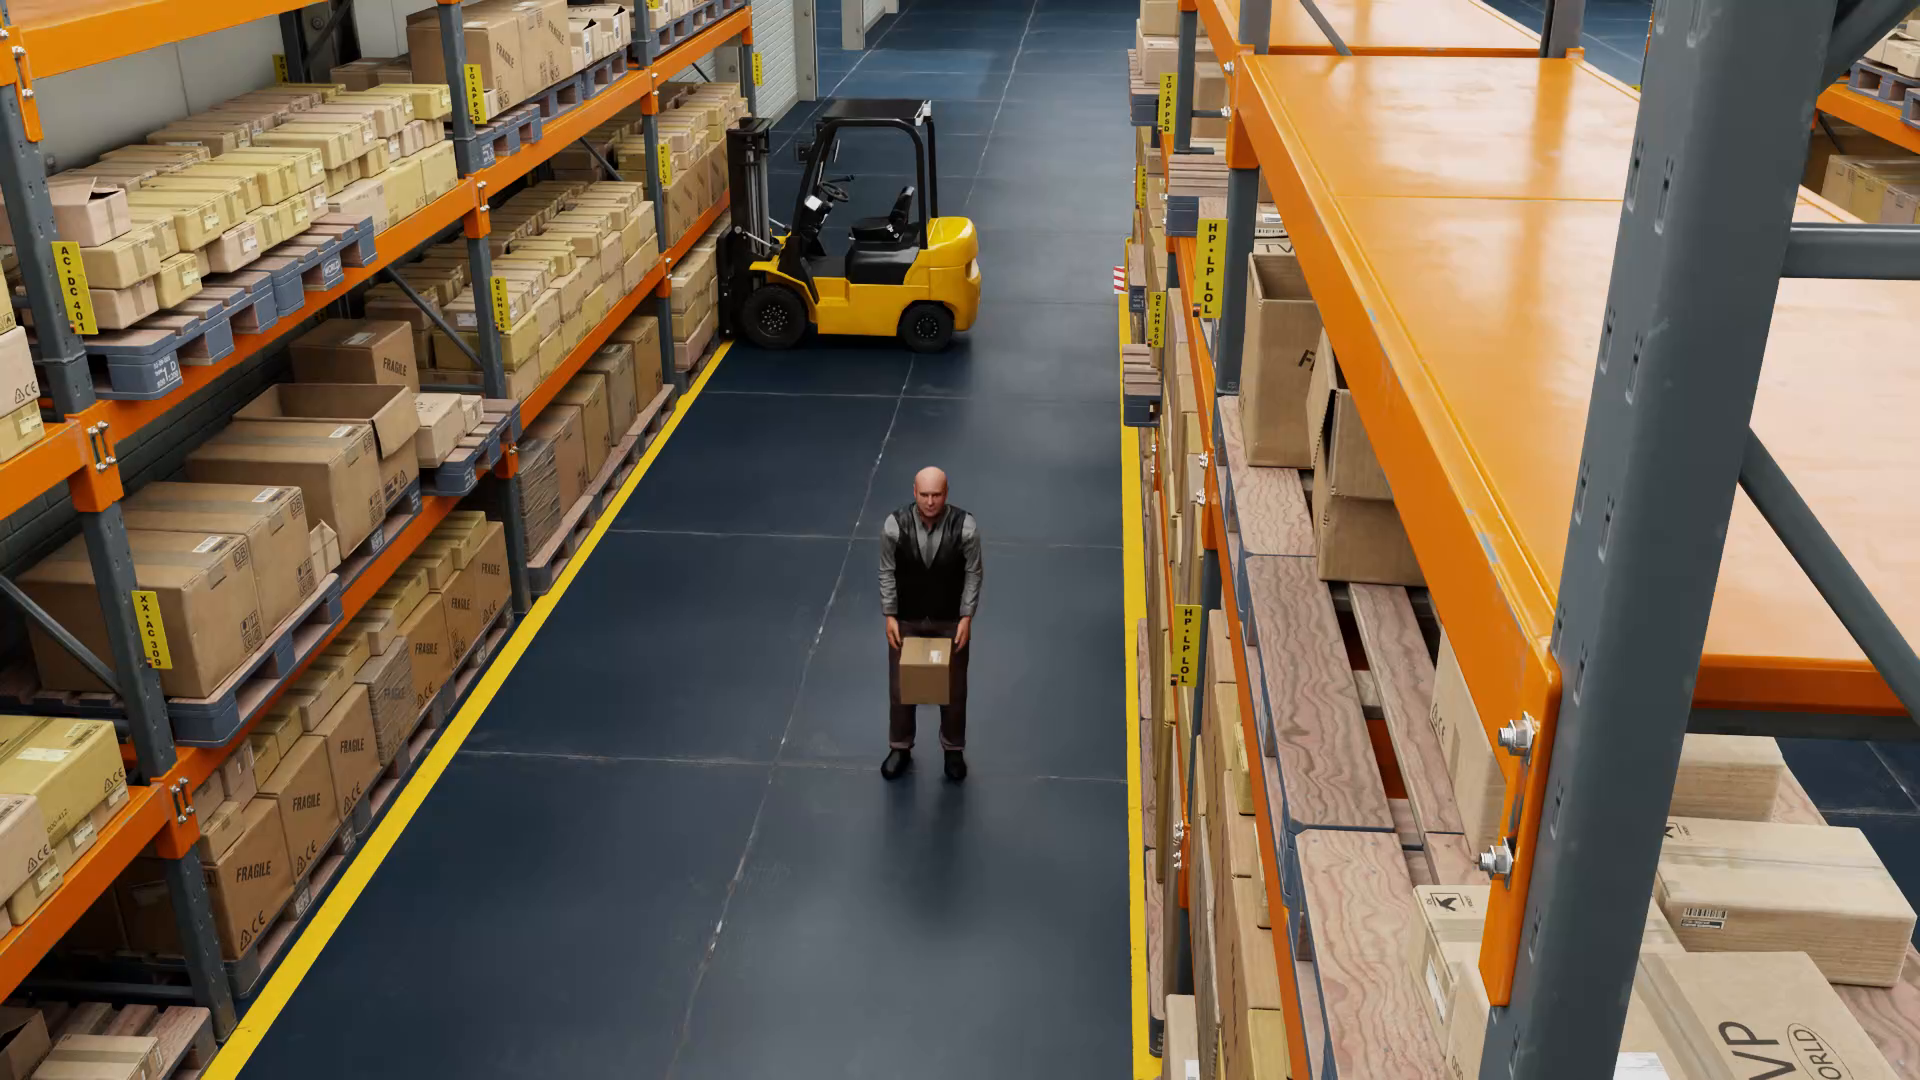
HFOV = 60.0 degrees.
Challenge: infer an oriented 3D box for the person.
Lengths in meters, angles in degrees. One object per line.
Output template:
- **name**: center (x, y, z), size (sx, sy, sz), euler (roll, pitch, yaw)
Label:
- **person**: center (-0.154, 0.423, 8.693), size (0.551, 1.727, 0.446), euler (1, 24, 3)
